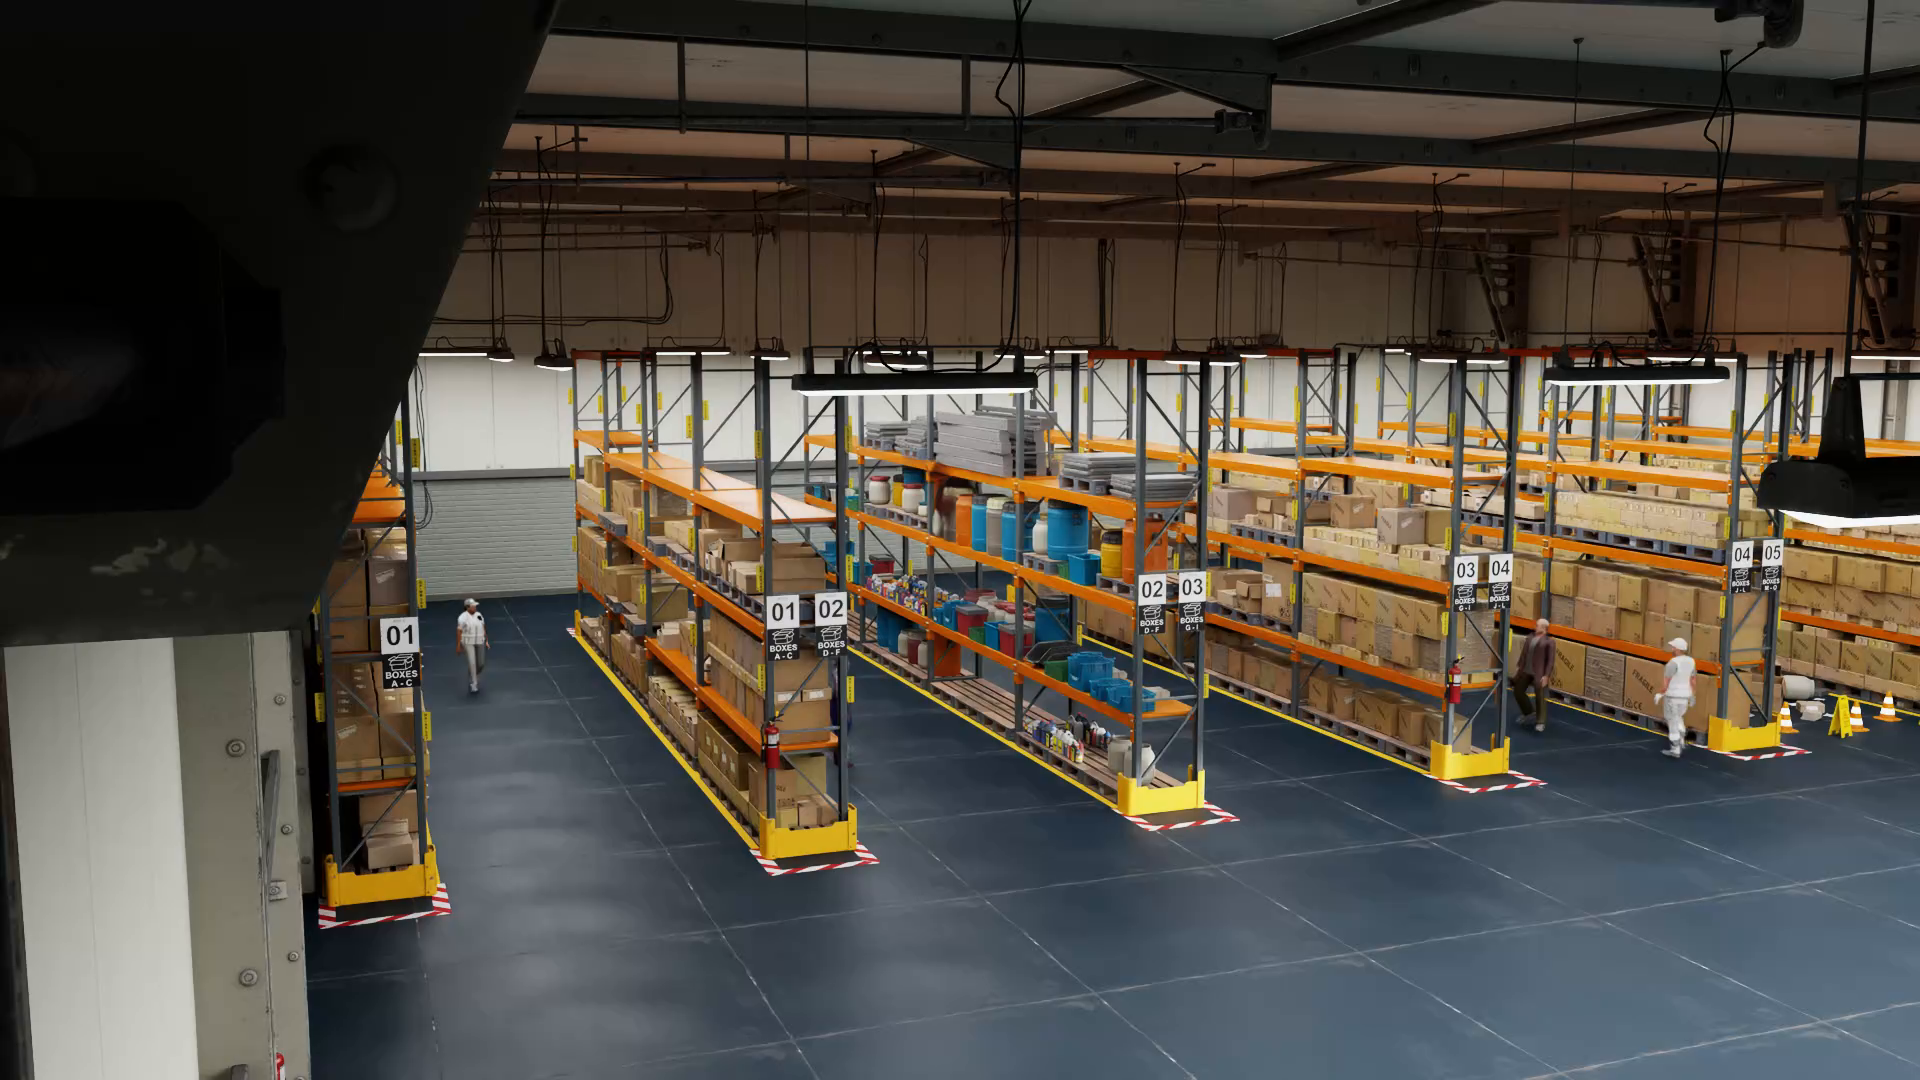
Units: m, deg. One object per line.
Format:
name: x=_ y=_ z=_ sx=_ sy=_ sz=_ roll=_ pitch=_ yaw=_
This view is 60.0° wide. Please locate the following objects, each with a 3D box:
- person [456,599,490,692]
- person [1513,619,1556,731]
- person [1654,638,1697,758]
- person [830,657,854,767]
person: x=-8.701 y=1.837 z=29.662 sx=0.572 sy=1.609 sz=0.920 roll=-4 pitch=8 yaw=-30
person: x=9.211 y=2.236 z=26.674 sx=0.551 sy=1.567 sz=0.659 roll=-7 pitch=10 yaw=-42
person: x=10.713 y=2.359 z=24.893 sx=0.593 sy=1.830 sz=0.465 roll=-1 pitch=7 yaw=-7
person: x=-1.747 y=2.526 z=24.468 sx=0.365 sy=1.730 sz=0.571 roll=-1 pitch=7 yaw=-4
